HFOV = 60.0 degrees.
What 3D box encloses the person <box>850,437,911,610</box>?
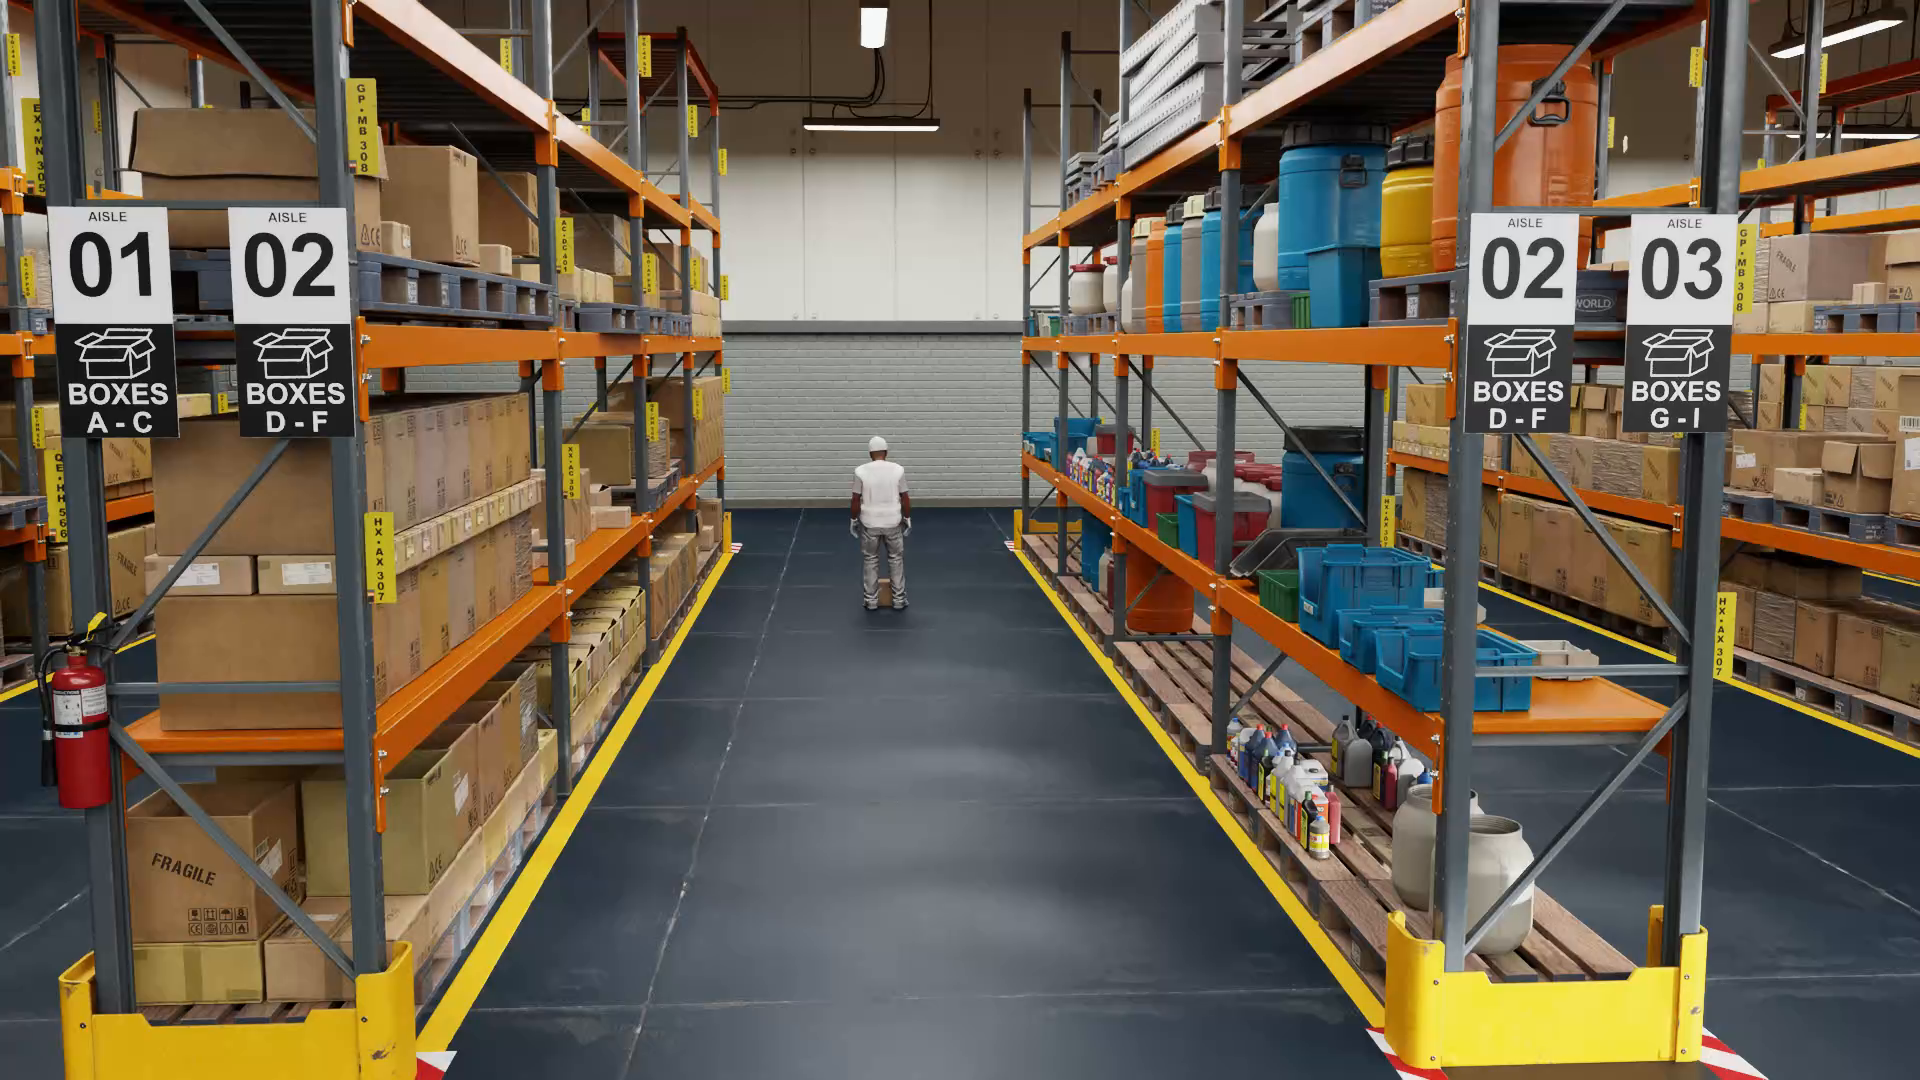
[{"bbox_3d":[-0.817,-0.178,17.188,0.631,1.774,0.451,-1,7,-5],"label":"person"}]
